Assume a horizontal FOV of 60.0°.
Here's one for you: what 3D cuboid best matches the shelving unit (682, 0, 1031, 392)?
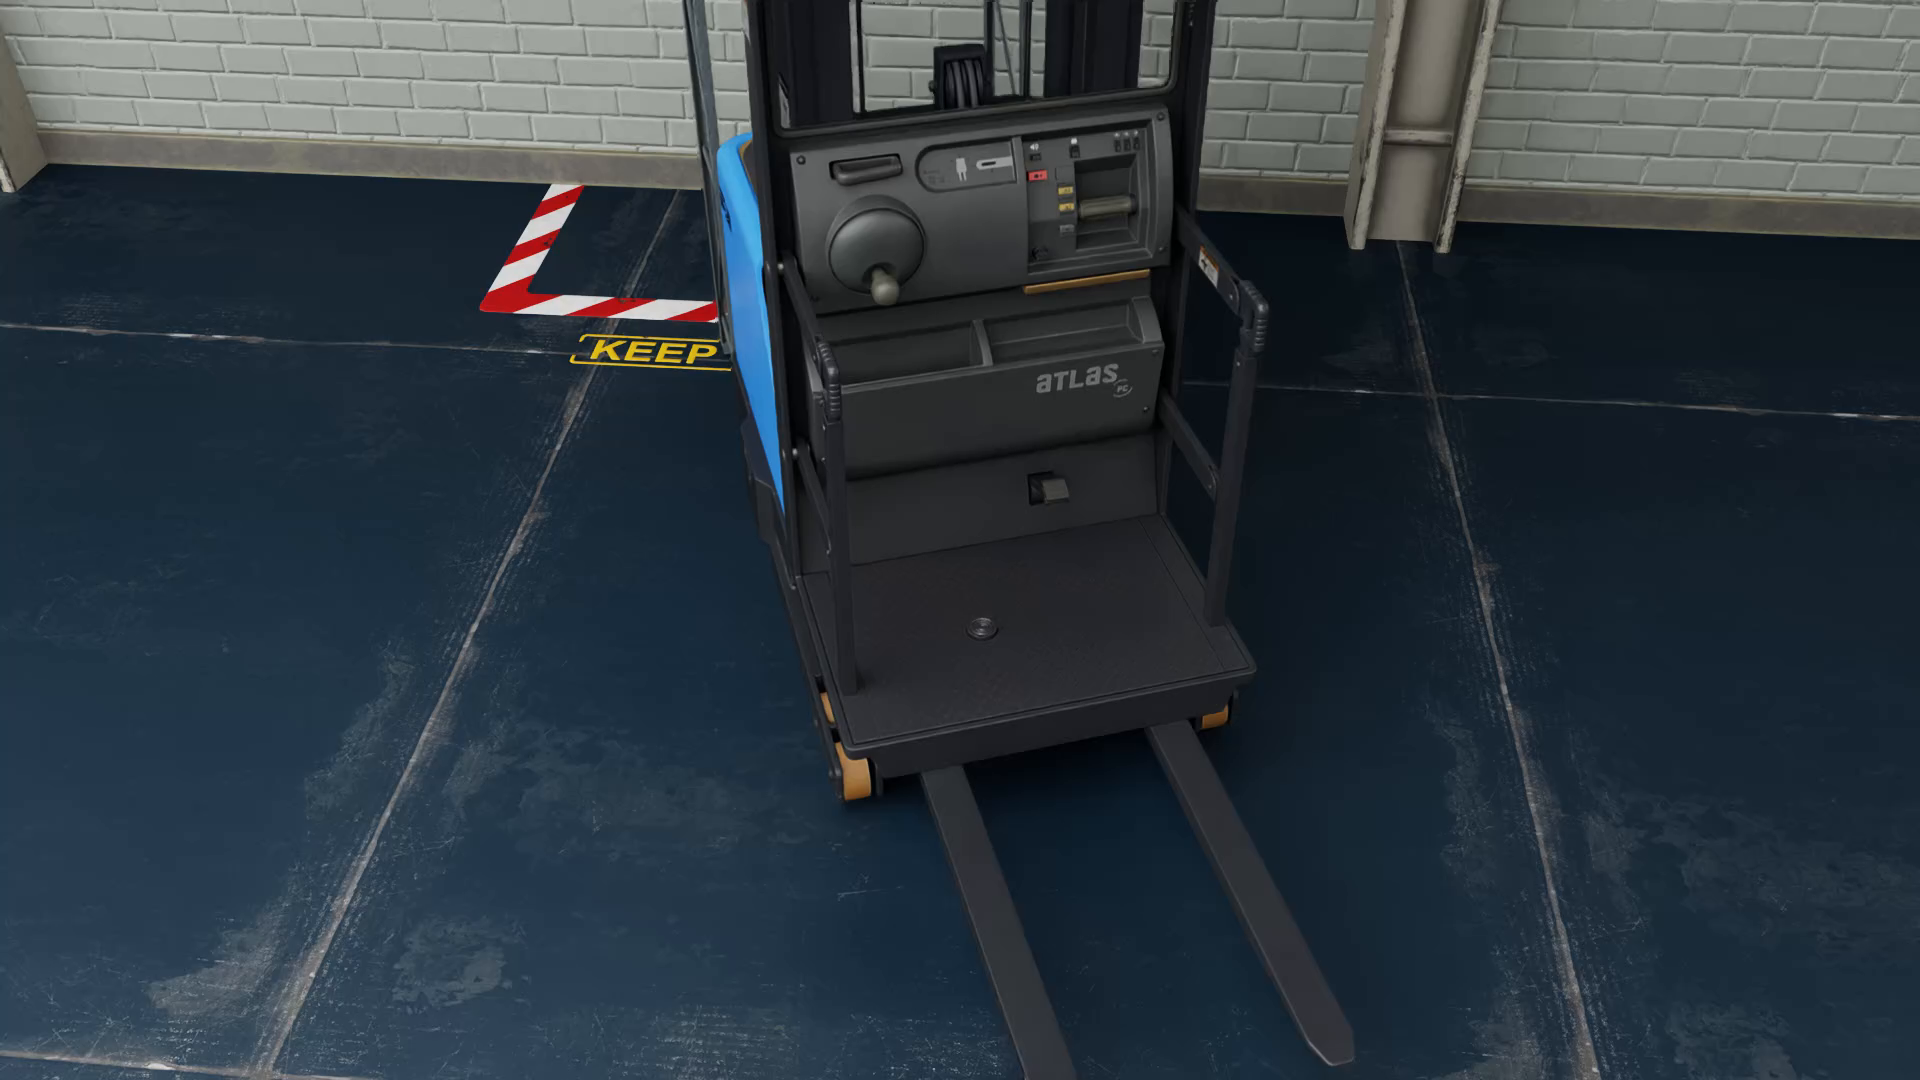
[{"bbox_3d":[-0.334,-1.300,5.629,1.048,1.500,0.538,-9,35,-11],"label":"shelving unit"}]

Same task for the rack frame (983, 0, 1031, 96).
[{"bbox_3d":[0.160,-1.377,5.725,0.032,1.500,0.500,-9,35,-11],"label":"rack frame"}]

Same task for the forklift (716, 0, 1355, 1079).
[{"bbox_3d":[0.123,-0.724,3.817,1.130,2.935,3.031,-10,40,-12],"label":"forklift"}]

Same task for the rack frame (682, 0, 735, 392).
[{"bbox_3d":[-0.827,-1.223,5.534,0.032,1.500,0.500,-9,35,-11],"label":"rack frame"}]

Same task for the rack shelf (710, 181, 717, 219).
[{"bbox_3d":[-0.330,-1.152,5.731,1.000,0.185,0.538,-9,35,-11],"label":"rack shelf"}]

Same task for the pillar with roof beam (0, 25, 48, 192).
[{"bbox_3d":[-4.570,-2.367,1.030,0.400,9.000,9.100,3,39,4],"label":"pillar with roof beam"}]

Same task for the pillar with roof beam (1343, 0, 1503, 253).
[{"bbox_3d":[1.408,-2.040,0.628,0.400,9.000,9.100,3,39,4],"label":"pillar with roof beam"}]
